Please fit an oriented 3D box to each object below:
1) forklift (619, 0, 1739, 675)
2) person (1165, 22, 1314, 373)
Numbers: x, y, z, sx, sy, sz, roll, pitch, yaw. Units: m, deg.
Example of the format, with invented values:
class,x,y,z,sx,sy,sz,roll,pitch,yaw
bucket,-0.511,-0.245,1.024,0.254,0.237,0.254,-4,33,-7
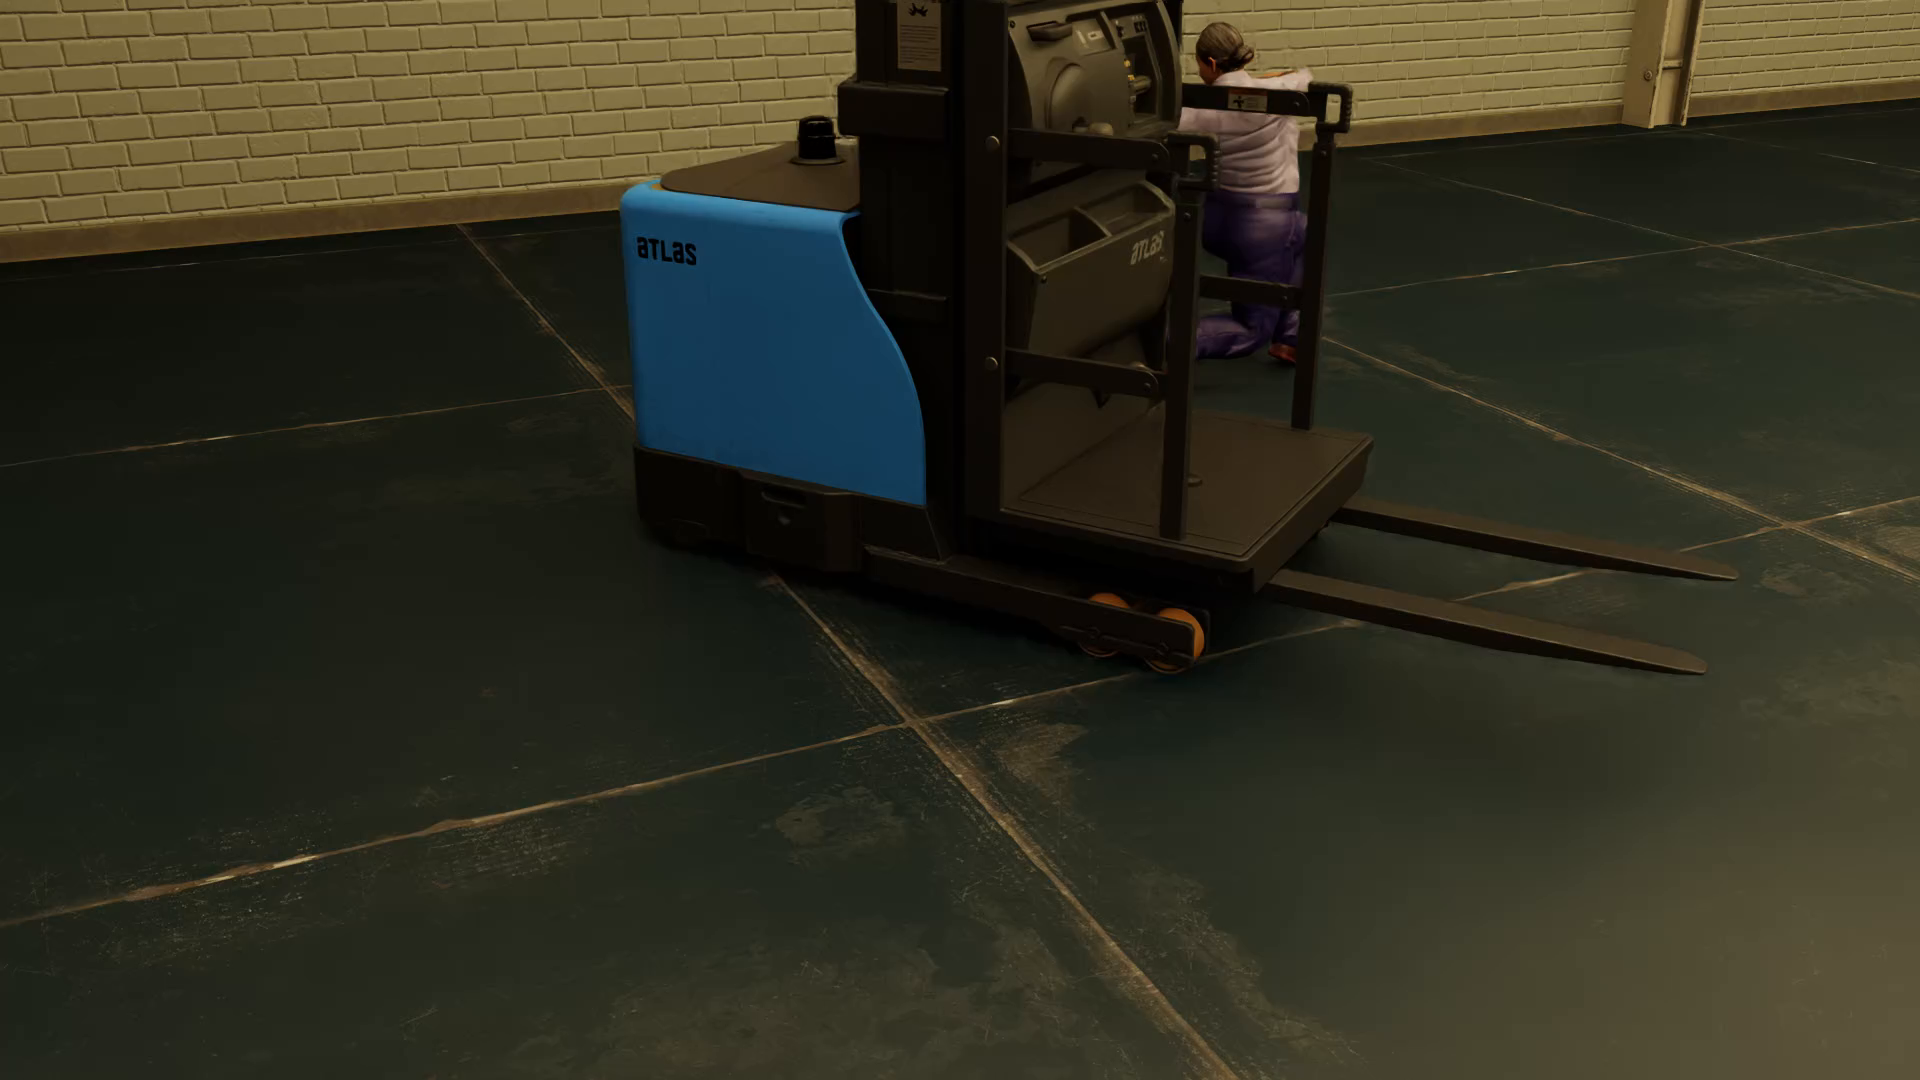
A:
class,x,y,z,sx,sy,sz,roll,pitch,yaw
forklift,0.547,-1.242,4.275,3.031,2.935,1.130,12,26,27
person,0.986,-1.297,6.490,0.942,1.403,0.764,-16,28,-34
